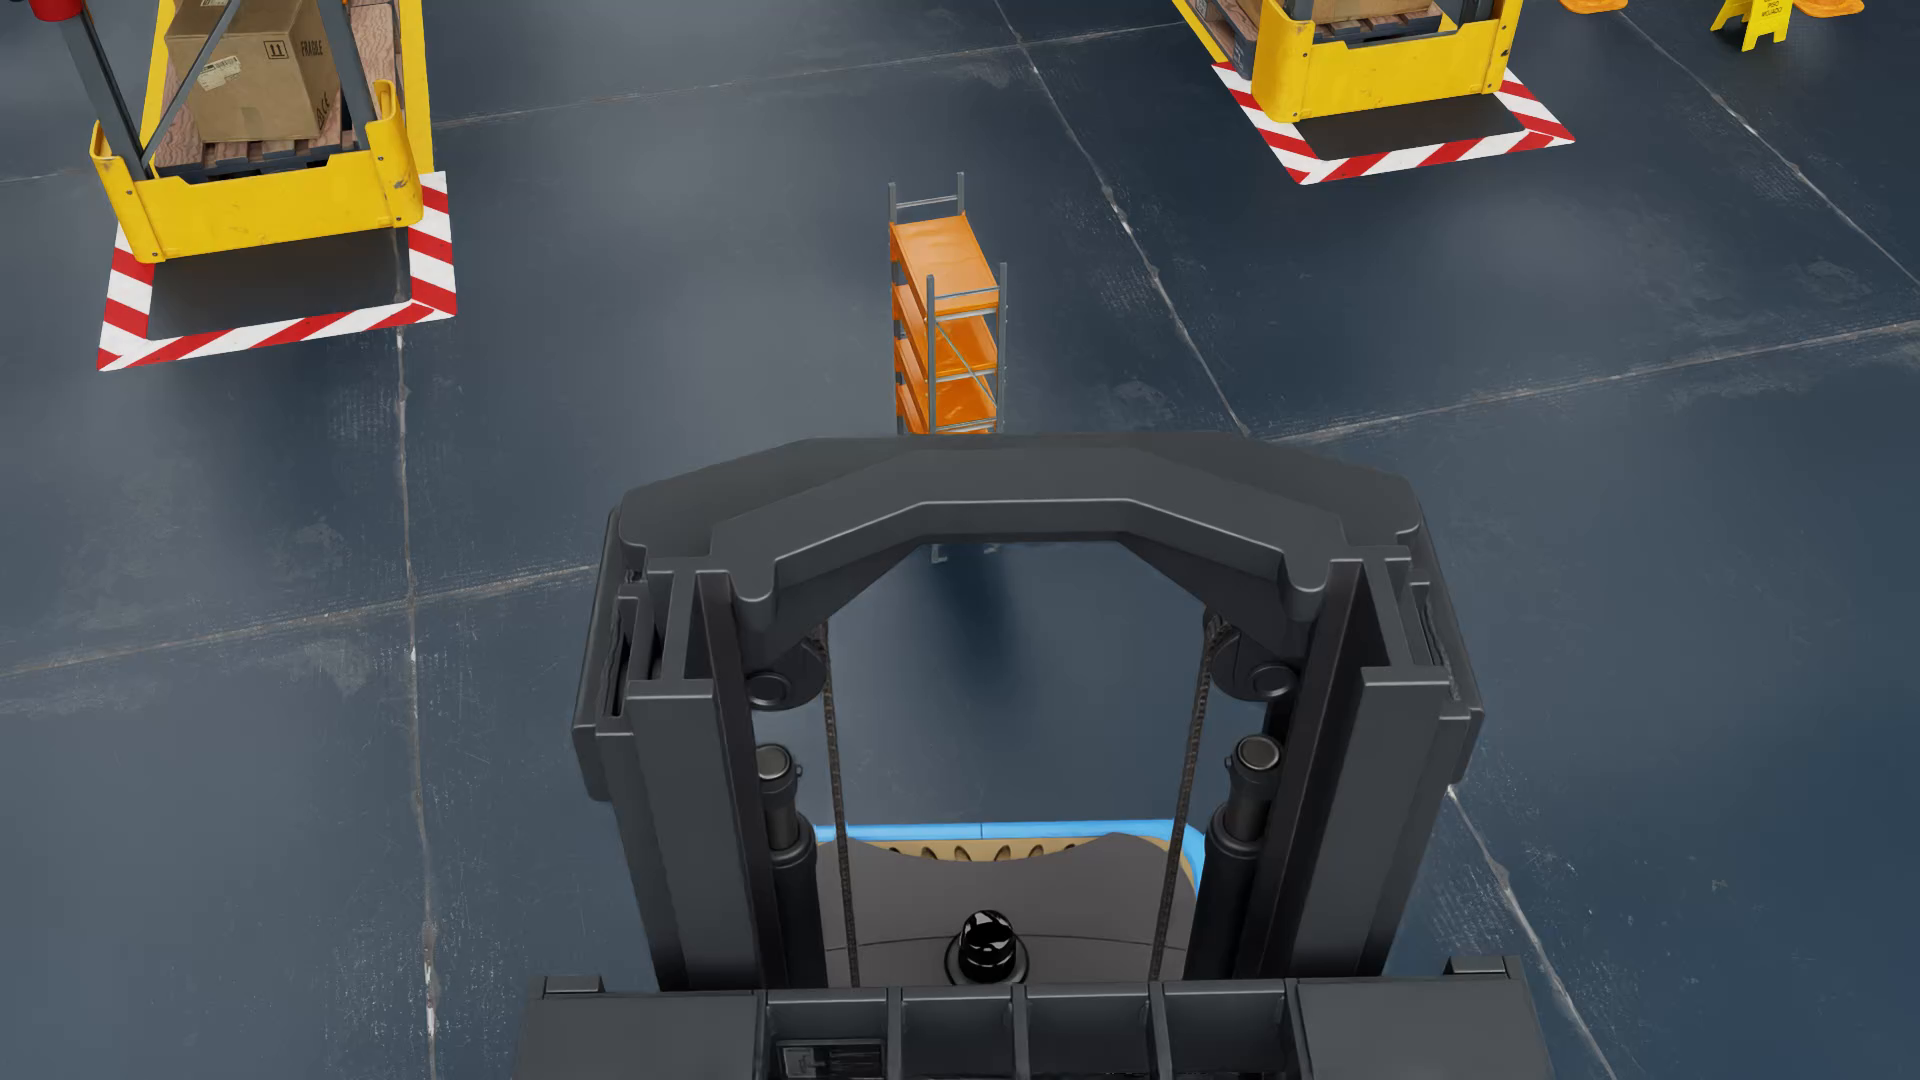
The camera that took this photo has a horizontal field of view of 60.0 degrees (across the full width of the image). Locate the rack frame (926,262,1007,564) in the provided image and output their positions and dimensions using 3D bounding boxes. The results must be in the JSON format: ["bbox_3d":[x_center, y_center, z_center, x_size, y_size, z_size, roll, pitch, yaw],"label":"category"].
[{"bbox_3d":[0.020,-0.366,5.268,0.240,1.200,0.015,-11,47,-10],"label":"rack frame"}]

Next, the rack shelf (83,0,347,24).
[{"bbox_3d":[-3.380,-3.484,7.568,1.077,0.370,4.000,-11,47,-10],"label":"rack shelf"}]

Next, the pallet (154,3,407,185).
[{"bbox_3d":[-3.062,-1.999,7.561,1.003,0.211,1.213,-11,47,-10],"label":"pallet"}]

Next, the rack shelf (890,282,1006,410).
[{"bbox_3d":[-0.042,-0.644,5.322,0.258,0.148,0.480,-11,47,-10],"label":"rack shelf"}]

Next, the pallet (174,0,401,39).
[{"bbox_3d":[-3.370,-2.839,8.385,1.003,0.211,1.213,-11,47,-10],"label":"pallet"}]

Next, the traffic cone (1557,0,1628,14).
[{"bbox_3d":[3.189,-2.930,8.298,0.336,0.463,0.334,-11,47,-10],"label":"traffic cone"}]

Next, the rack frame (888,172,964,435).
[{"bbox_3d":[-0.105,-0.703,5.599,0.240,1.200,0.015,-11,47,-10],"label":"rack frame"}]

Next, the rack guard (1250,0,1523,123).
[{"bbox_3d":[1.958,-2.300,7.654,1.175,0.500,0.348,-11,47,-10],"label":"rack guard"}]

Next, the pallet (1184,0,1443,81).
[{"bbox_3d":[1.672,-2.754,8.301,1.003,0.211,1.213,-11,47,-10],"label":"pallet"}]

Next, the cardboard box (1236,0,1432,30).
[{"bbox_3d":[1.715,-3.051,7.834,0.875,0.875,0.875,-10,47,-10],"label":"cardboard box"}]

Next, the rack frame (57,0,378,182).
[{"bbox_3d":[-2.868,-2.355,5.958,1.000,3.000,0.127,-11,47,-10],"label":"rack frame"}]

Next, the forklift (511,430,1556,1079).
[{"bbox_3d":[0.080,1.400,2.326,1.130,2.935,3.031,-1,46,-1],"label":"forklift"}]

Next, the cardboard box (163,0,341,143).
[{"bbox_3d":[-3.012,-2.061,7.126,0.500,0.500,0.500,-3,46,-3],"label":"cardboard box"}]

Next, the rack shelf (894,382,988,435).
[{"bbox_3d":[-0.042,-0.348,5.623,0.258,0.148,0.480,-11,47,-10],"label":"rack shelf"}]

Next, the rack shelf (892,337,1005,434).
[{"bbox_3d":[-0.042,-0.487,5.482,0.258,0.148,0.480,-11,47,-10],"label":"rack shelf"}]

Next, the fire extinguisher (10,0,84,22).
[{"bbox_3d":[-3.284,-2.165,5.825,0.296,0.674,0.183,-11,47,-10],"label":"fire extinguisher"}]

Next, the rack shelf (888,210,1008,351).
[{"bbox_3d":[-0.042,-0.809,5.153,0.258,0.148,0.480,-11,47,-10],"label":"rack shelf"}]

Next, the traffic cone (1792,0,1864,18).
[{"bbox_3d":[4.368,-2.902,8.270,0.336,0.463,0.334,-11,47,-10],"label":"traffic cone"}]

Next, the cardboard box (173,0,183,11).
[{"bbox_3d":[-3.198,-2.468,7.524,0.500,0.500,0.500,0,46,0],"label":"cardboard box"}]

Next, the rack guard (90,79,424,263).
[{"bbox_3d":[-2.888,-1.532,6.902,1.175,0.500,0.348,-11,47,-10],"label":"rack guard"}]

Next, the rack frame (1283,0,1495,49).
[{"bbox_3d":[1.952,-3.192,6.778,1.000,3.000,0.127,-11,47,-10],"label":"rack frame"}]

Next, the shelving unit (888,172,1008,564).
[{"bbox_3d":[-0.042,-0.534,5.433,0.258,1.200,0.503,-11,47,-10],"label":"shelving unit"}]

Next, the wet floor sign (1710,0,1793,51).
[{"bbox_3d":[3.874,-2.710,7.954,0.267,0.644,0.232,-18,48,-17],"label":"wet floor sign"}]
